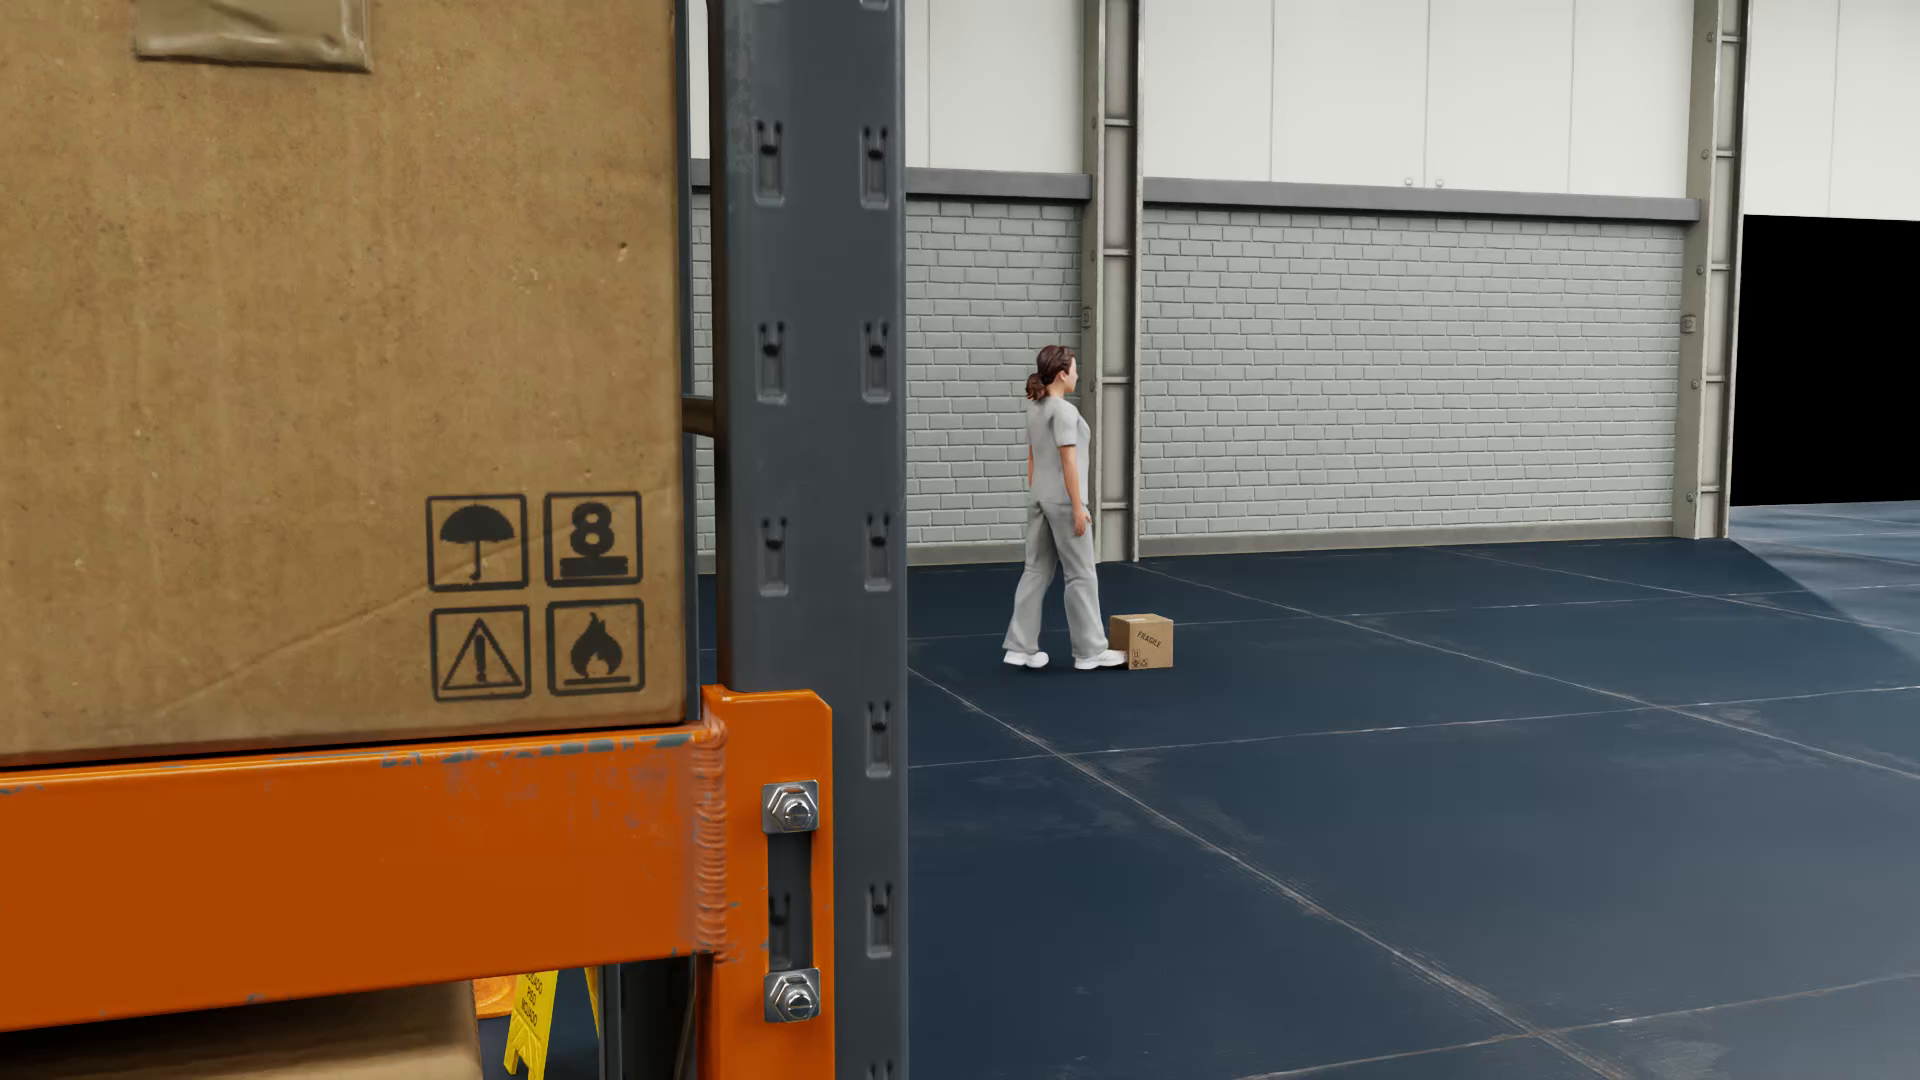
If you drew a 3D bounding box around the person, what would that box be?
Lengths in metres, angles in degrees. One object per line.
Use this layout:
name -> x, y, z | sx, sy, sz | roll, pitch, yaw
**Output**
person -> 0.545, -0.166, 8.575 | 0.655, 1.670, 0.451 | -3, 6, -26
